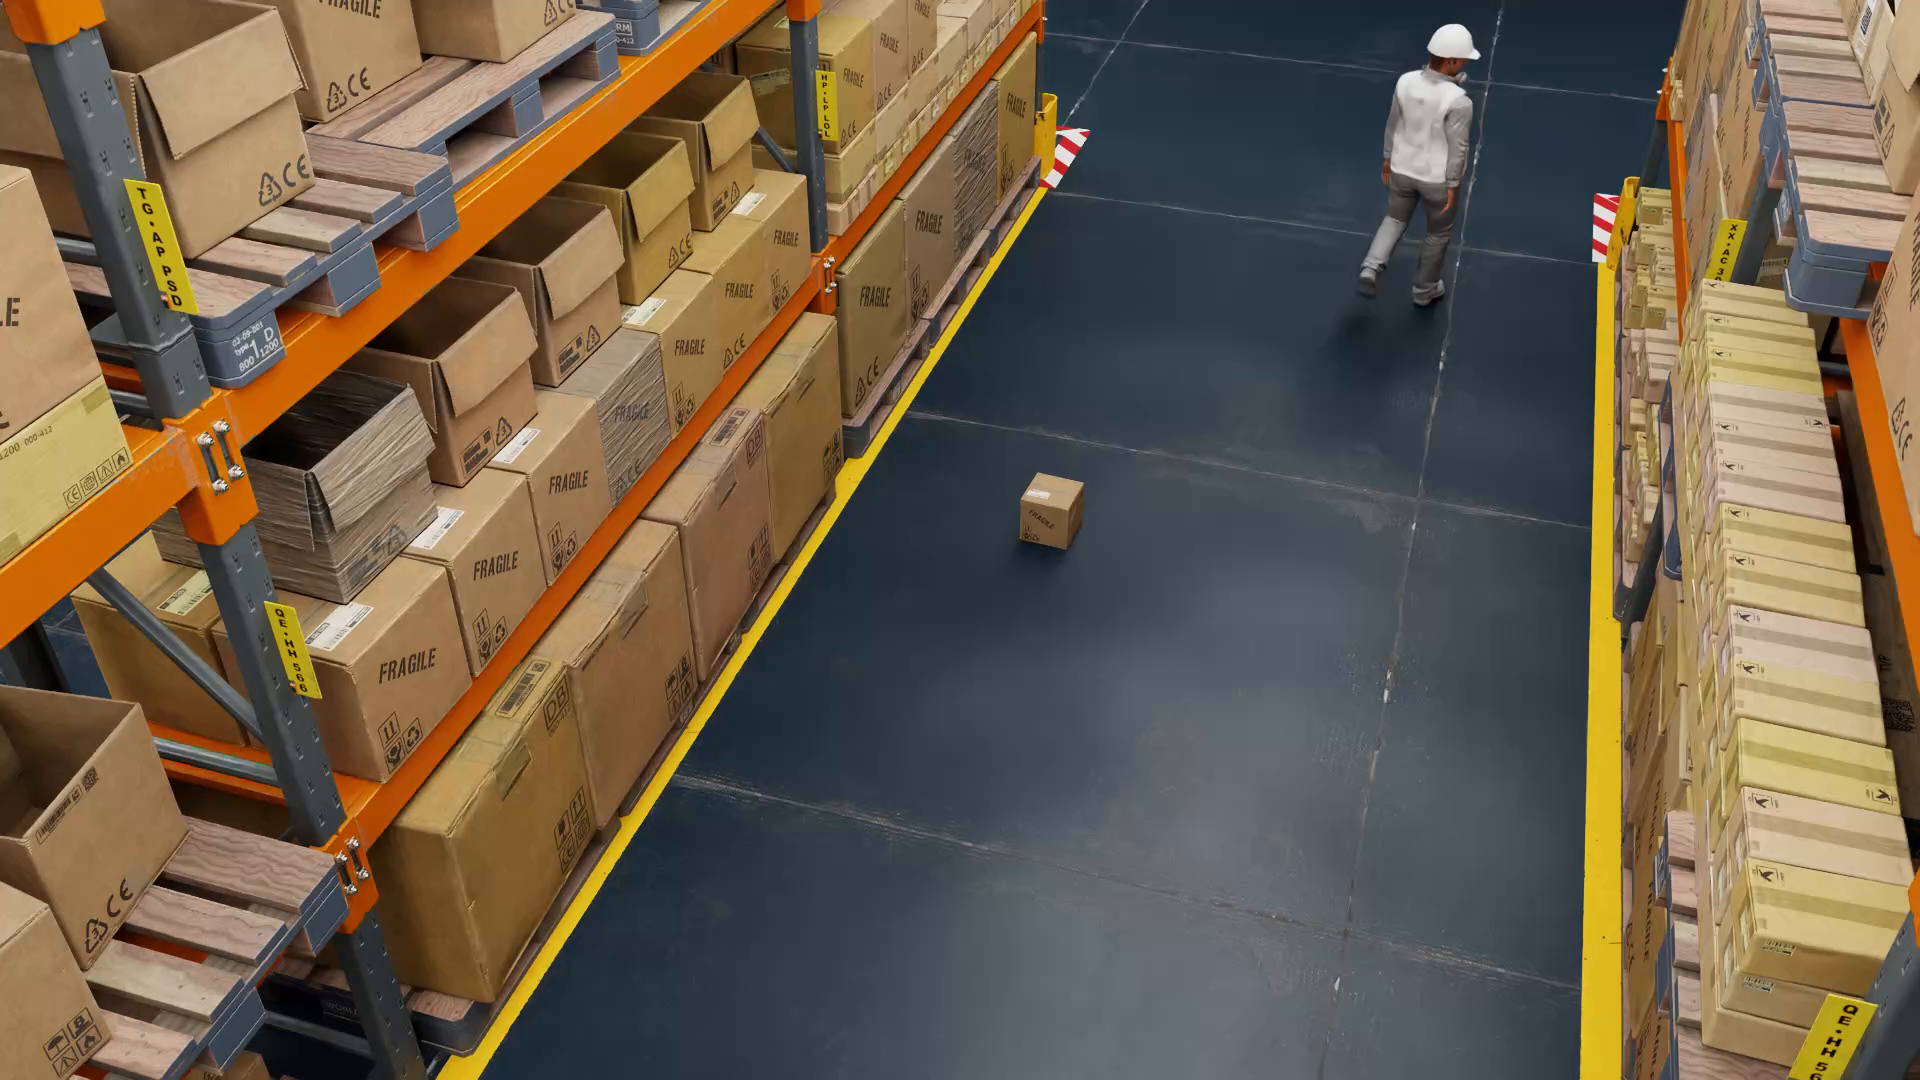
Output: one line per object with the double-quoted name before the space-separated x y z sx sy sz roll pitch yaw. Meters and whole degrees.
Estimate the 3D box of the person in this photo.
"person" 2.714 -2.160 9.742 0.549 1.753 0.725 30 46 34
